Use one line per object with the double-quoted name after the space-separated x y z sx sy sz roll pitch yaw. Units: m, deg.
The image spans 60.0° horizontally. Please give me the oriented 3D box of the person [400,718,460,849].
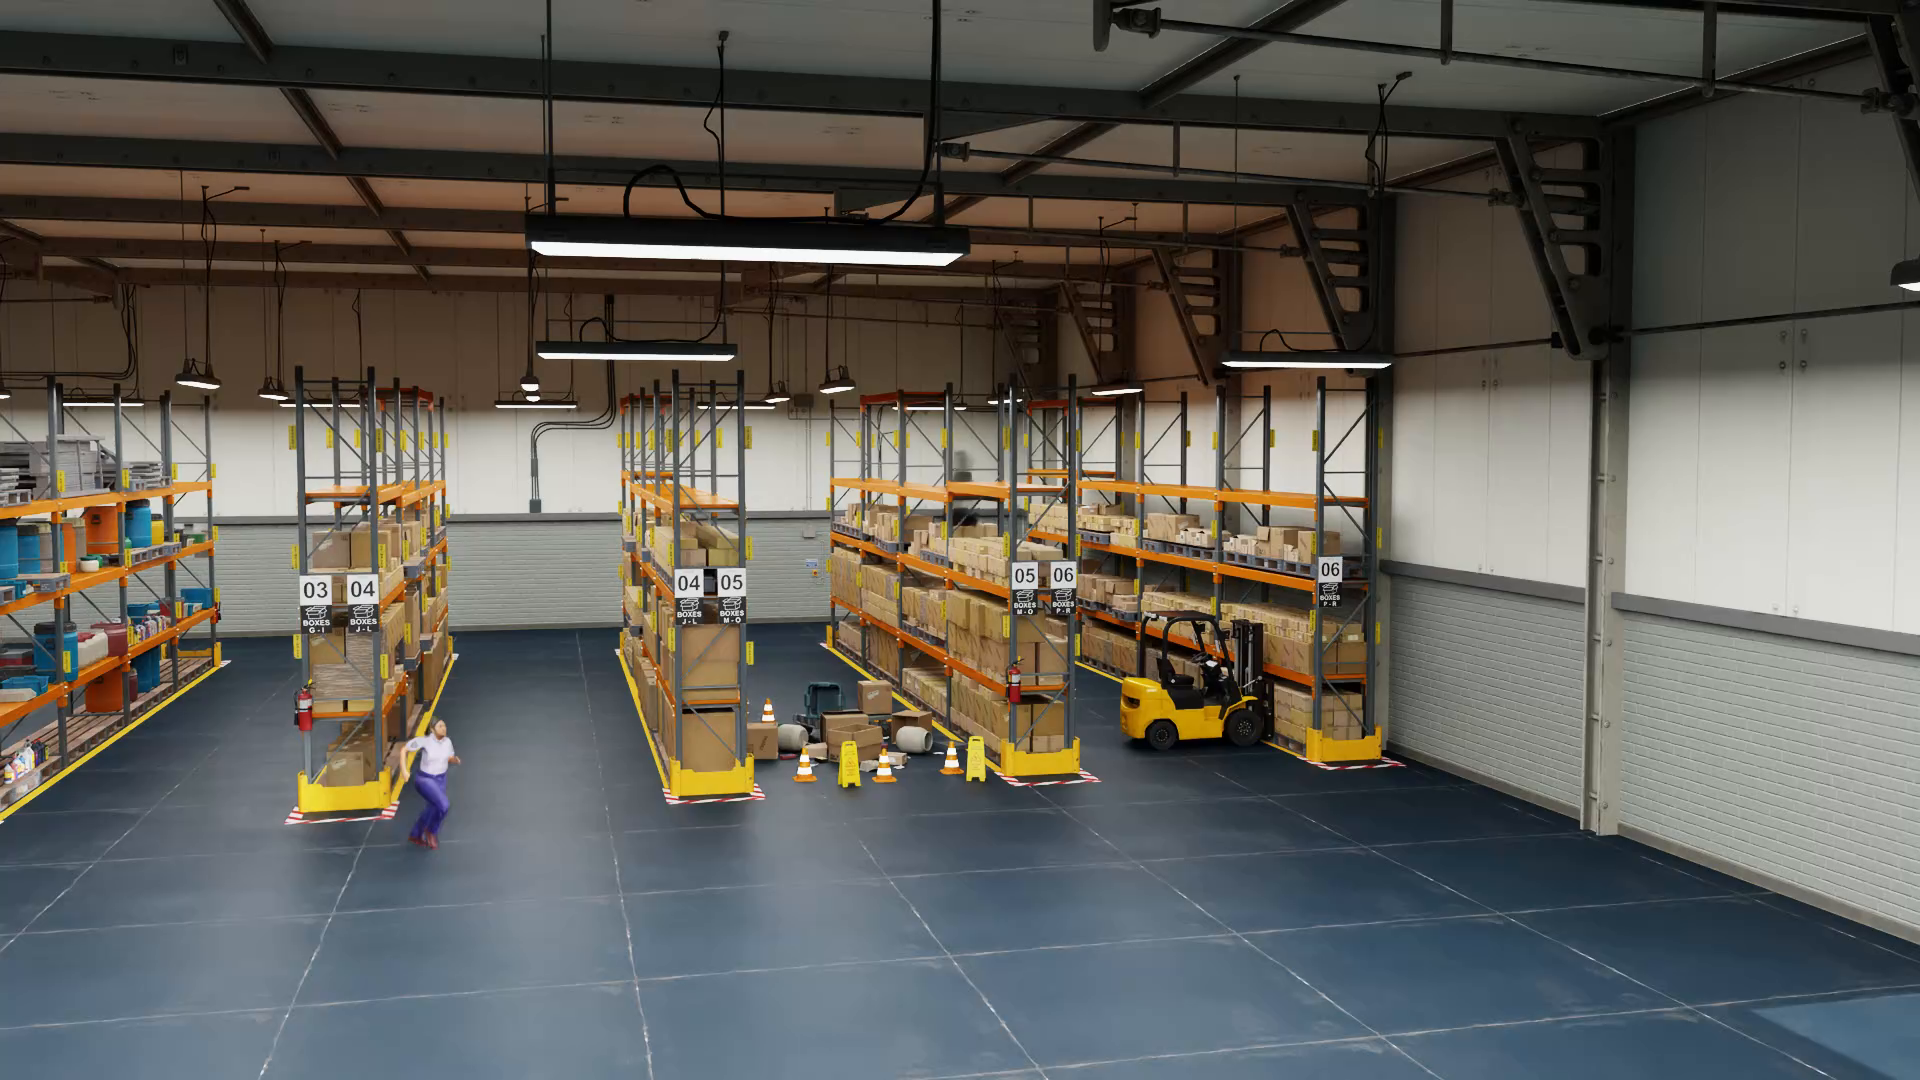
-6.442 2.968 20.298 0.761 1.610 0.634 2 4 26 "person"
